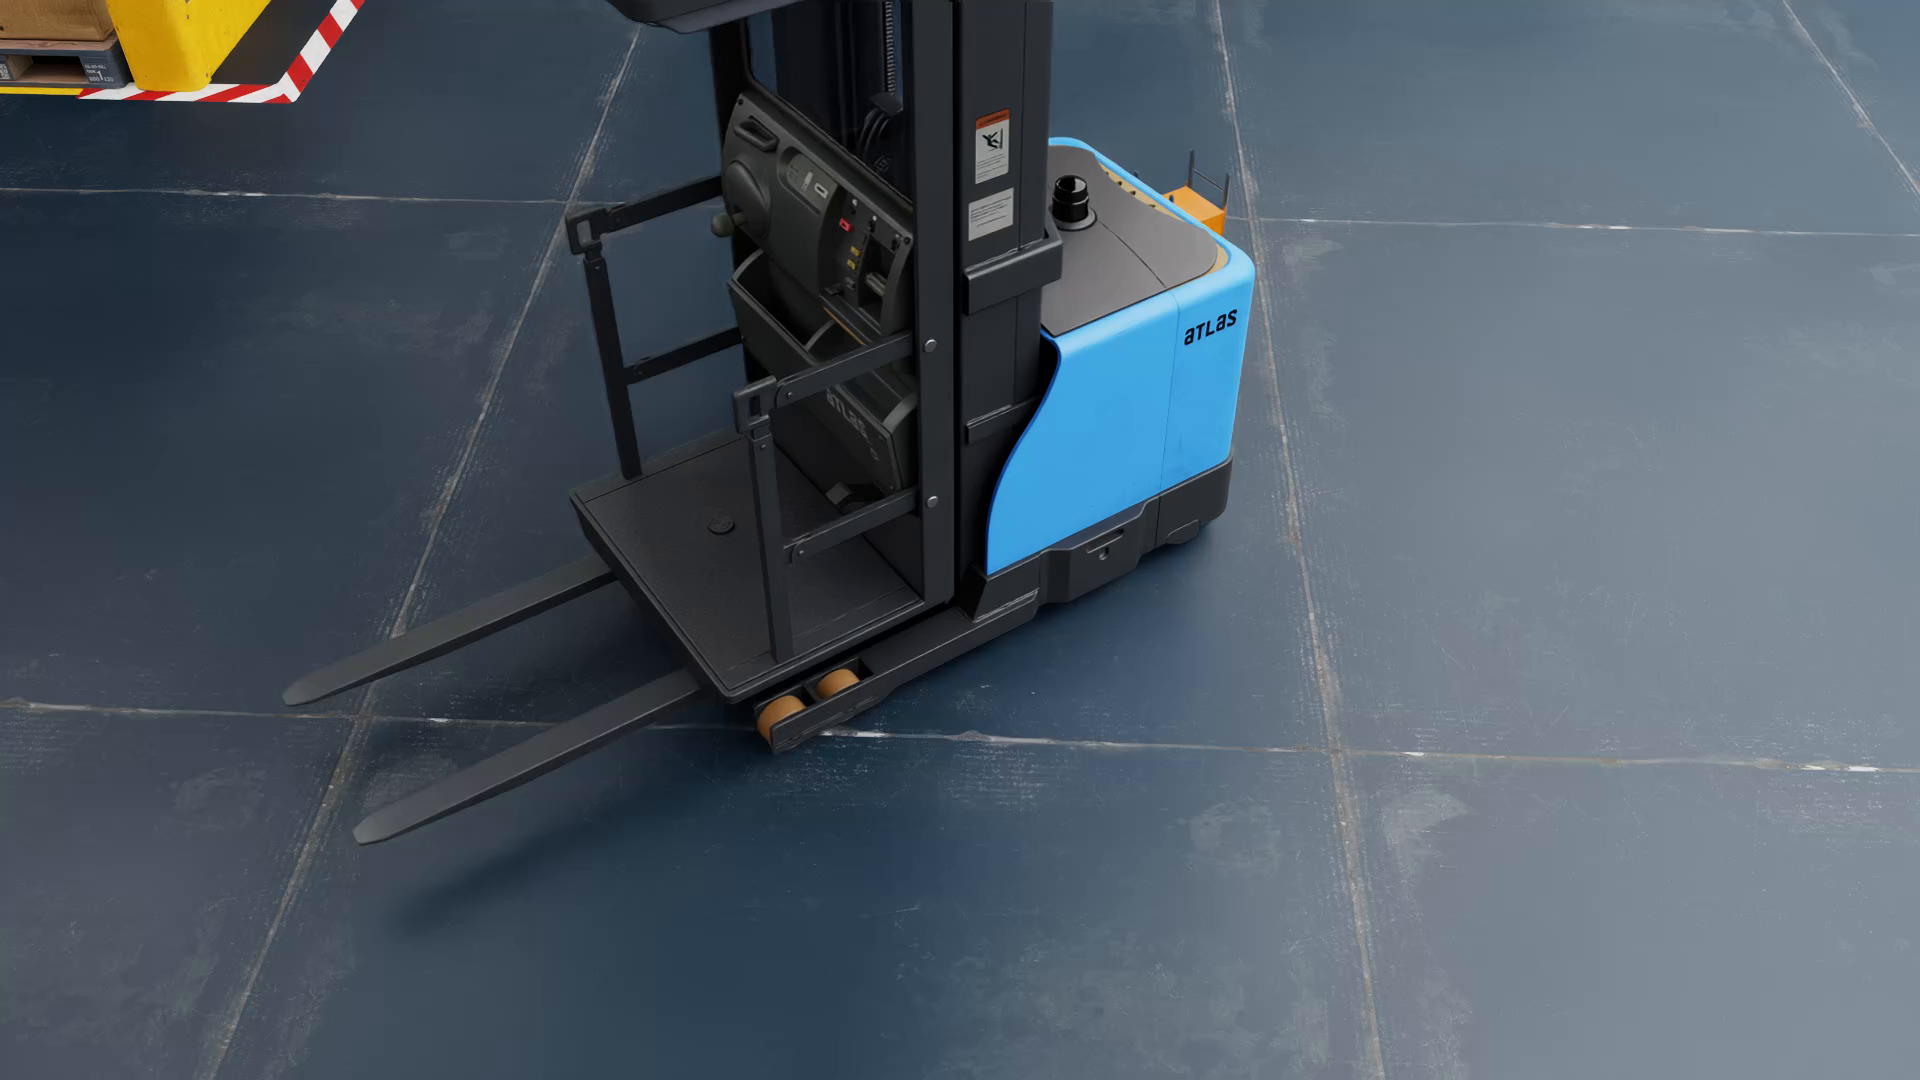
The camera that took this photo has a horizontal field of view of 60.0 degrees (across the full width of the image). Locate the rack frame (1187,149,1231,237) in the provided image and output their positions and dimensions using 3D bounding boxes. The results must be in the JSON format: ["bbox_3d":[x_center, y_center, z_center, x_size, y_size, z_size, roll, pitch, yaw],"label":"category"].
[{"bbox_3d":[0.840,-0.883,5.927,0.008,1.050,0.200,-25,48,-24],"label":"rack frame"}]

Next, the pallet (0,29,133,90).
[{"bbox_3d":[-4.661,-2.630,8.418,1.213,0.211,1.003,2,43,2],"label":"pallet"}]

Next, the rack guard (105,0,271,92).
[{"bbox_3d":[-3.834,-2.764,8.350,0.348,0.500,1.175,2,43,2],"label":"rack guard"}]

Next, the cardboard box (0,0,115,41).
[{"bbox_3d":[-4.539,-3.031,8.054,0.875,0.875,0.875,2,43,2],"label":"cardboard box"}]

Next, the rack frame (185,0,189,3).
[{"bbox_3d":[-3.858,-3.679,7.499,0.127,3.000,1.000,2,43,2],"label":"rack frame"}]

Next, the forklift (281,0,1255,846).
[{"bbox_3d":[-0.578,-0.847,4.509,3.031,2.935,1.130,-25,48,-24],"label":"forklift"}]

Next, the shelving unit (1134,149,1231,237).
[{"bbox_3d":[0.739,-0.836,5.877,0.252,1.050,0.215,-25,48,-24],"label":"shelving unit"}]

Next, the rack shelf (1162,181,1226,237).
[{"bbox_3d":[0.739,-1.036,5.691,0.240,0.259,0.215,-25,48,-24],"label":"rack shelf"}]

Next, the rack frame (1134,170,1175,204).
[{"bbox_3d":[0.639,-0.789,5.827,0.008,1.050,0.200,-25,48,-24],"label":"rack frame"}]
